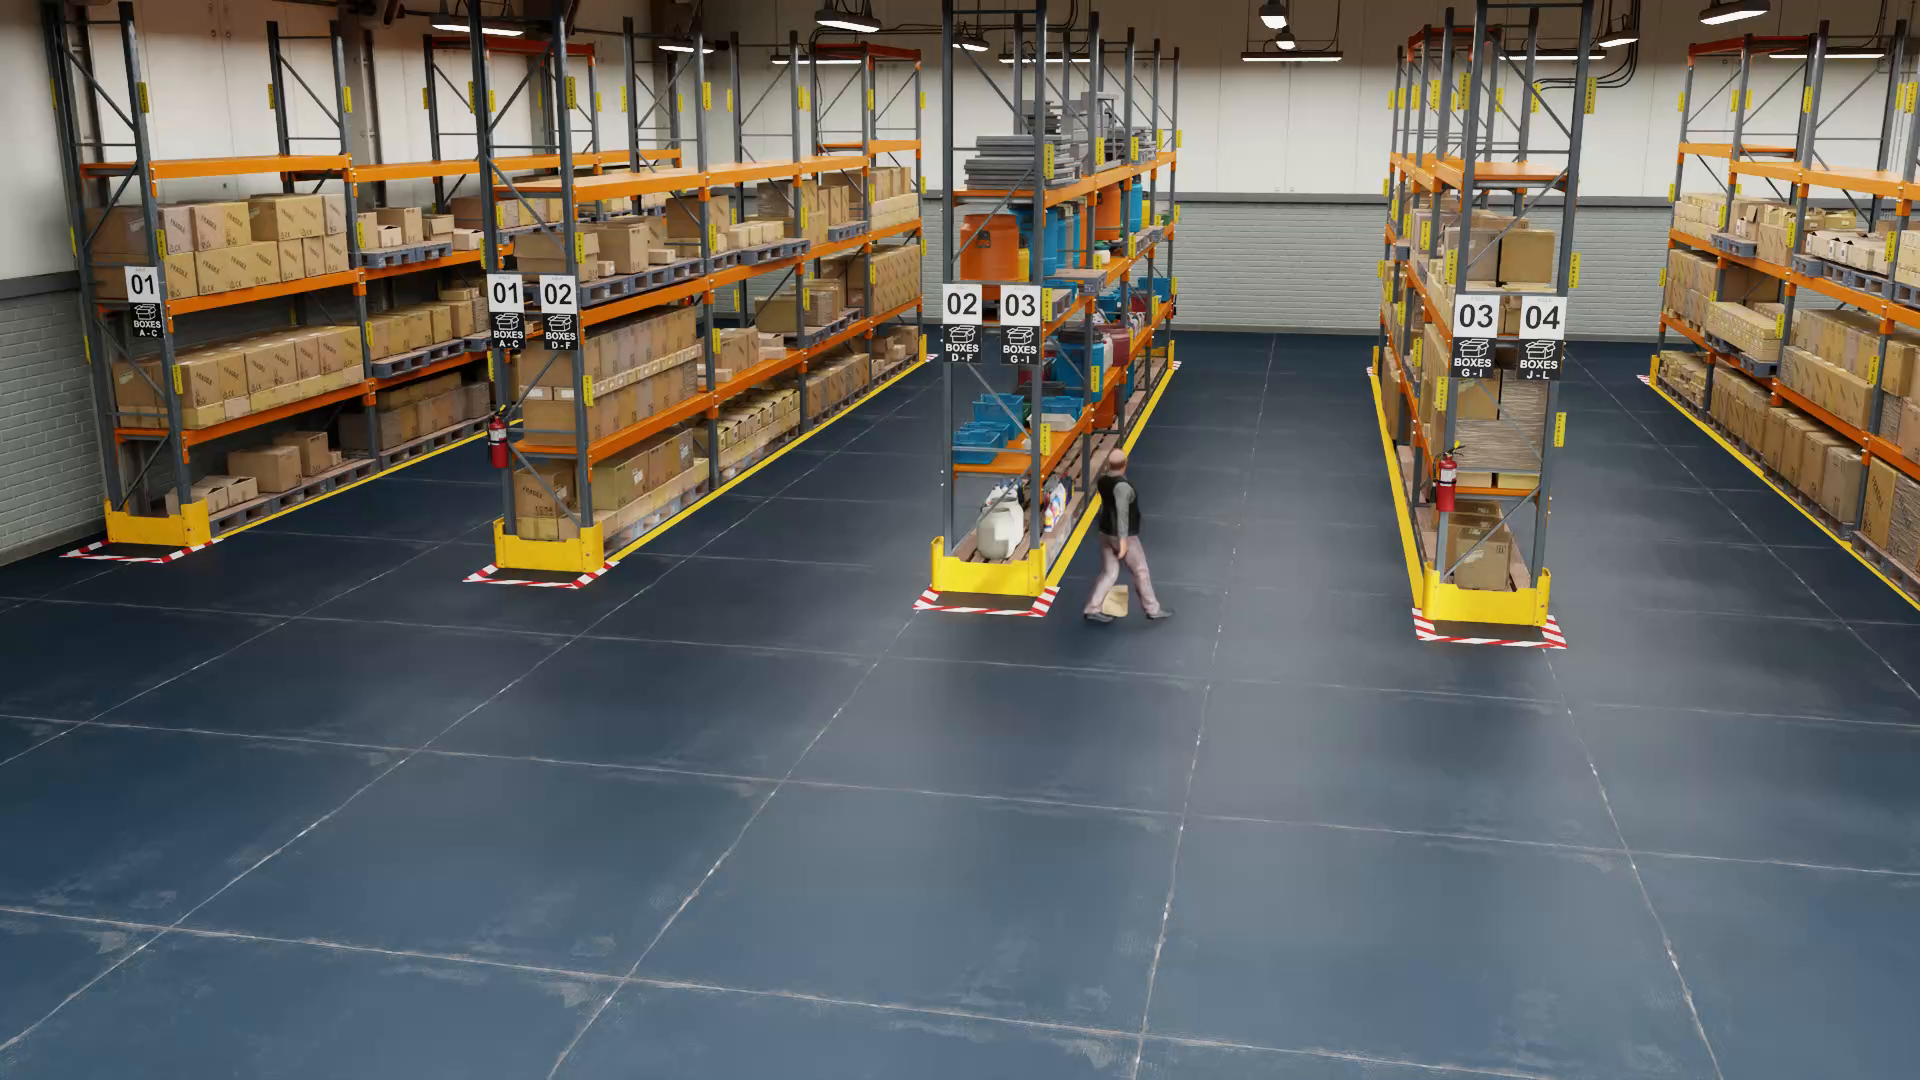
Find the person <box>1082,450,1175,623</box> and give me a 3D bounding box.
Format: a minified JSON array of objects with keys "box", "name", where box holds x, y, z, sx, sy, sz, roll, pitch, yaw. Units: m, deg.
[{"box":[1.608,-0.056,16.250,0.913,1.667,0.575,-7,16,-26],"name":"person"}]
